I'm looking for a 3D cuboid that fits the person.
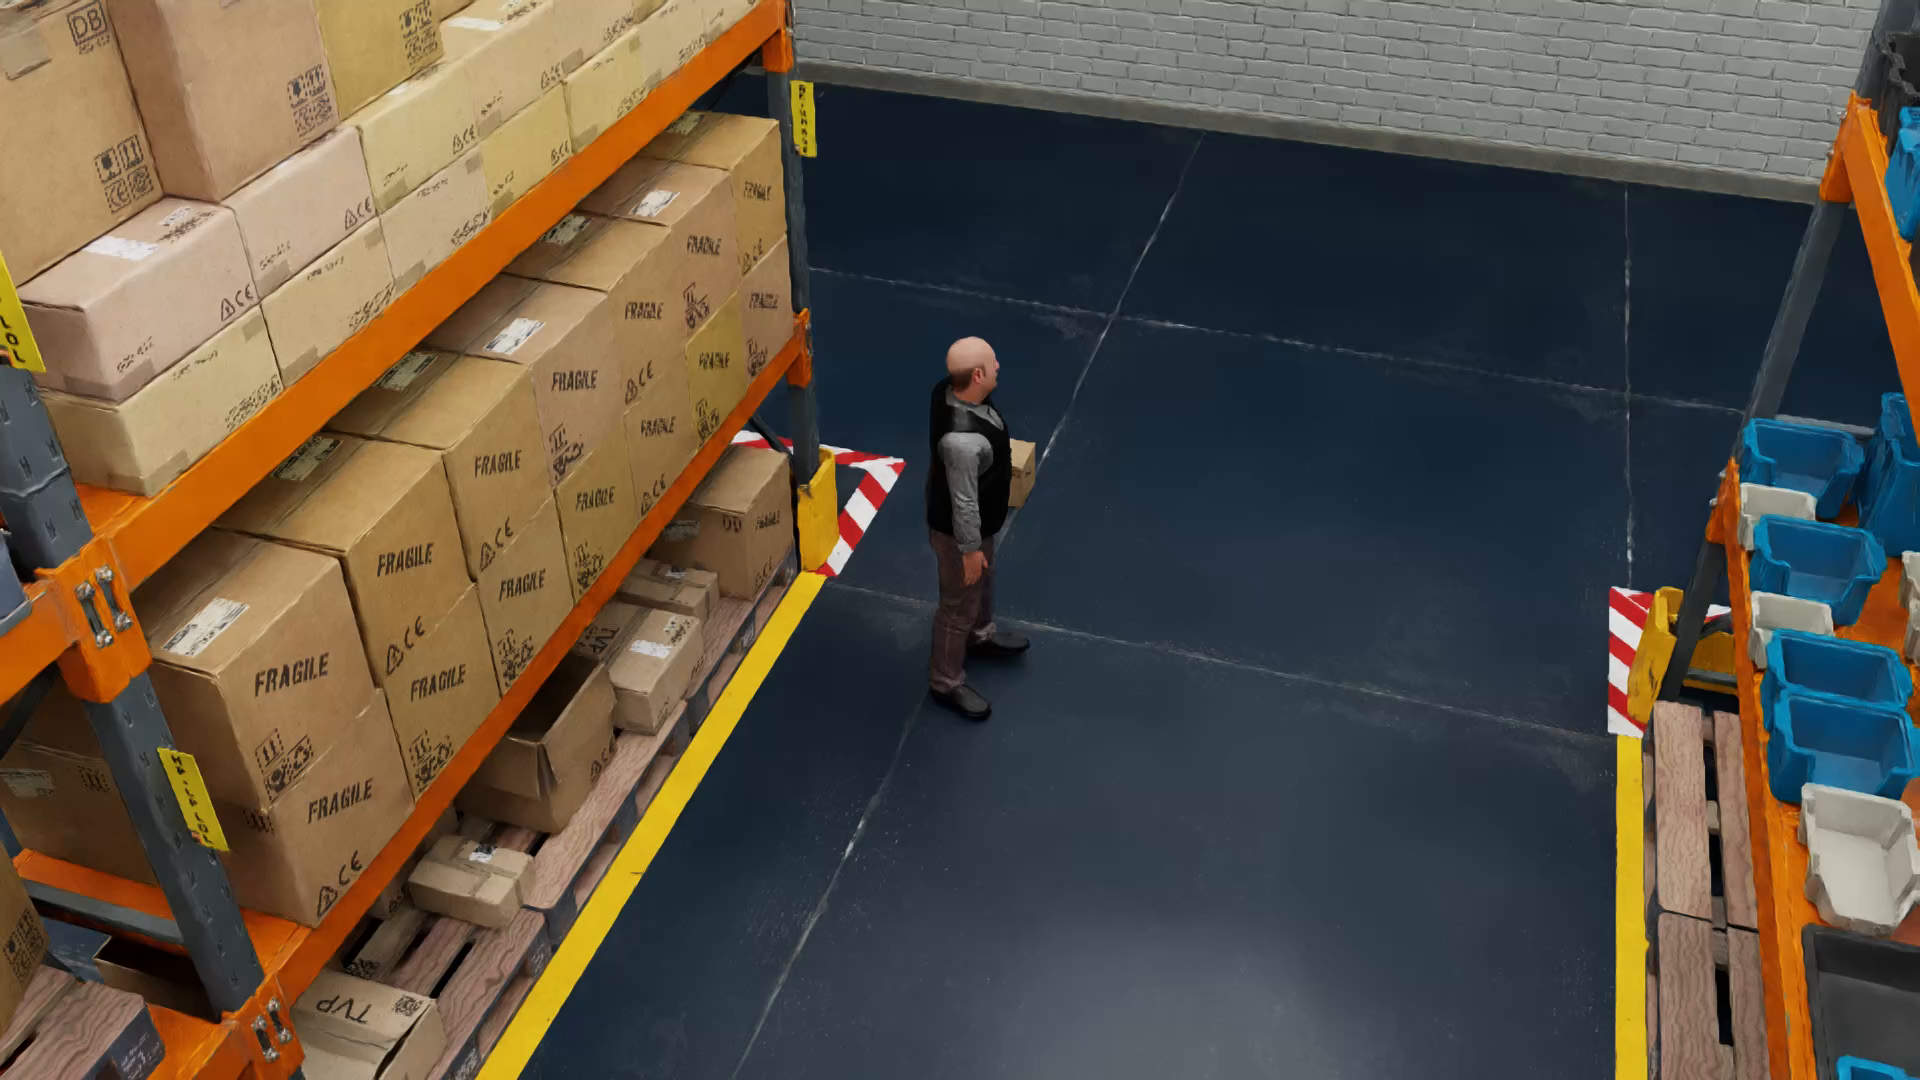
[{"bbox_3d":[0.083,-0.083,6.977,0.470,1.730,0.588,0,37,0],"label":"person"}]
